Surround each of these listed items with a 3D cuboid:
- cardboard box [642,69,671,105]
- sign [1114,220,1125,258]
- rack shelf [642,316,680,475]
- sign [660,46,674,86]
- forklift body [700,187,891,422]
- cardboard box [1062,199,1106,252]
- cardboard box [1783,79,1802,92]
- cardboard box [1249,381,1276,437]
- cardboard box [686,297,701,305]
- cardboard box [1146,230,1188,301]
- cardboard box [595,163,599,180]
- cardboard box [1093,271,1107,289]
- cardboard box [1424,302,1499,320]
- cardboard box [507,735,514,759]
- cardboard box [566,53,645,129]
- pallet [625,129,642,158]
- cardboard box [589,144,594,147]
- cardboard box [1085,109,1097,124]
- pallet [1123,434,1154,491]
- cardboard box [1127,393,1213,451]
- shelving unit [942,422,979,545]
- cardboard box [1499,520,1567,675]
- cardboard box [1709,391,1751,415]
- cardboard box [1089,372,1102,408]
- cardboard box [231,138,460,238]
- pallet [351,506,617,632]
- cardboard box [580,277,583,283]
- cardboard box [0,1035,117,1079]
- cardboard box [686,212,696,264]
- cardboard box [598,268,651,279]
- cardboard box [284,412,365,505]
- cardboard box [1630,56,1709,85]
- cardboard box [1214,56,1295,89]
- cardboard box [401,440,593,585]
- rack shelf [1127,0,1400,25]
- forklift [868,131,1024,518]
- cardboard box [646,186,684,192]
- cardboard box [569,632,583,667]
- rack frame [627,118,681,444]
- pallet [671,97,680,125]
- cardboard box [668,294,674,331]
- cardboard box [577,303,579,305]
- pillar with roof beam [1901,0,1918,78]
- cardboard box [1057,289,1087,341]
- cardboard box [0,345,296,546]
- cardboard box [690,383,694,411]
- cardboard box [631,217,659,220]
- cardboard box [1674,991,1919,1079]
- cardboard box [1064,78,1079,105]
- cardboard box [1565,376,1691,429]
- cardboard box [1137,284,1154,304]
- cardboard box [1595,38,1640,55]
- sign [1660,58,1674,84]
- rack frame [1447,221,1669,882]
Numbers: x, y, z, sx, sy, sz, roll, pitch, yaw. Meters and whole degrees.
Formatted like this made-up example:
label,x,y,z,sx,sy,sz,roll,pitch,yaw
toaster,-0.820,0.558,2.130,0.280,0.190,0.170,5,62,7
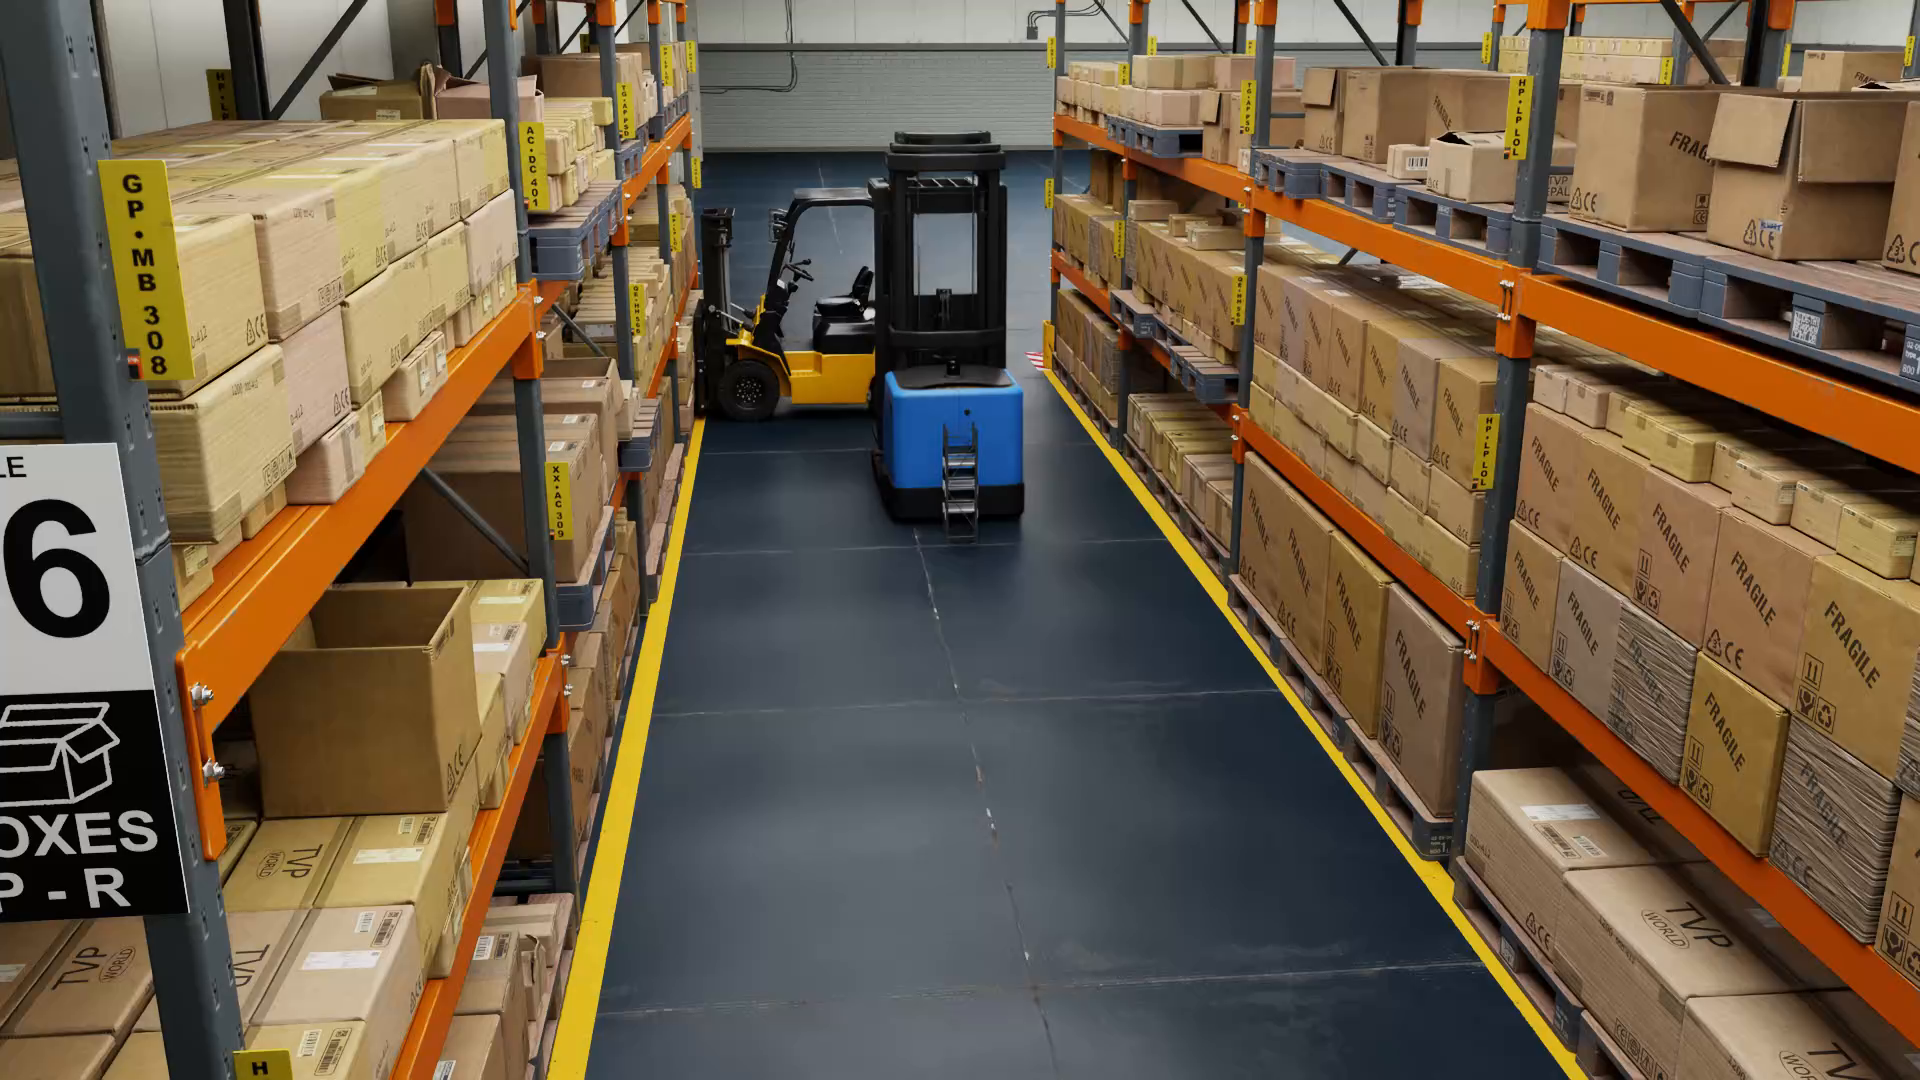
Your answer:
label,x,y,z,sx,sy,sz,roll,pitch,yaw
cardboard box,-2.831,-4.000,14.684,0.500,0.311,0.500,-1,17,-5
sign,1.410,-2.657,14.686,0.100,0.325,0.005,-2,18,-6
rack shelf,-2.782,-1.169,12.594,1.077,0.370,4.000,-2,18,-6
sign,-2.449,-3.956,13.873,0.100,0.325,0.005,-2,18,-6
forklift body,-1.390,-2.386,16.688,2.313,2.155,1.214,-2,18,-6
cardboard box,1.366,-3.340,17.645,0.500,0.500,0.500,-1,17,-4
cardboard box,7.208,-3.692,13.805,0.500,0.250,0.500,-2,18,-6
cardboard box,2.162,-0.846,10.614,0.500,0.250,0.500,-2,18,-7
cardboard box,-2.984,-2.386,17.489,0.500,0.250,0.500,-1,17,-5
cardboard box,1.802,-2.207,13.335,0.500,0.500,0.500,-2,18,-6
cardboard box,-2.177,-1.832,8.747,0.500,0.250,0.500,-2,18,-6
cardboard box,1.504,-2.532,16.153,0.380,0.149,0.250,-2,18,-6
cardboard box,2.826,-0.998,9.012,0.500,0.500,0.500,-2,18,-7
cardboard box,-1.779,0.715,5.812,0.380,0.149,0.250,-1,17,-4
cardboard box,-2.513,-3.170,11.724,0.500,0.500,0.500,-1,17,-4
pallet,-2.853,-2.790,11.864,1.003,0.211,1.213,-1,17,-3
cardboard box,-1.982,-1.843,8.082,0.380,0.149,0.250,-1,17,-4
cardboard box,1.452,-4.195,16.442,0.380,0.149,0.250,-2,18,-7
pallet,2.031,-0.700,14.556,1.003,0.211,1.213,-2,18,-6
cardboard box,2.005,-1.053,14.710,0.950,0.372,0.625,-2,17,-5
shelving unit,0.001,-0.427,12.535,0.258,0.900,0.210,-2,18,-6
cardboard box,2.562,0.221,6.798,0.500,0.500,0.500,-1,17,-4
cardboard box,3.058,-0.475,6.263,0.380,0.149,0.250,-2,18,-6
cardboard box,1.556,-1.477,16.264,0.500,0.250,0.500,-2,18,-7
cardboard box,-1.766,-1.020,4.828,0.500,0.250,0.500,-1,17,-5
pallet,-2.137,0.125,7.590,1.003,0.211,1.213,-2,18,-6
cardboard box,-3.086,-1.973,12.703,0.380,0.149,0.250,-2,18,-6
cardboard box,-2.062,1.268,3.385,0.500,0.250,0.500,-1,17,-4
cardboard box,-3.089,-3.209,17.724,0.500,0.500,0.500,-2,18,-7
cardboard box,-2.571,-1.991,12.760,0.380,0.149,0.250,-2,18,-5
cardboard box,-1.538,-0.178,3.648,0.380,0.149,0.250,-1,17,-4
cardboard box,6.556,-4.334,15.352,0.500,0.250,0.500,-2,18,-6
cardboard box,2.263,-3.589,12.808,0.500,0.250,0.500,-1,17,-5
cardboard box,-1.990,-0.124,7.196,0.700,0.500,0.500,-1,17,-4
rack shelf,2.155,-3.995,12.248,1.077,0.370,4.000,-2,18,-6
forklift,-0.190,-1.966,14.047,1.130,2.935,3.031,-2,18,-7
cardboard box,-3.098,-3.626,17.474,0.380,0.149,0.250,-2,18,-6
cardboard box,-2.109,0.530,8.371,0.380,0.149,0.250,-2,18,-6
rack frame,-2.988,-2.108,14.385,1.000,3.000,0.127,-2,18,-6
pallet,-3.224,-4.113,15.911,1.003,0.211,1.213,-2,18,-6
cardboard box,-2.676,-1.895,13.954,0.500,0.250,0.500,-1,17,-4
cardboard box,-3.046,-1.660,12.374,0.500,0.250,0.500,-2,18,-7
pillar with roof beam,20.349,-13.918,41.985,9.100,9.000,0.400,-2,18,-6
cardboard box,1.347,-2.445,18.094,0.500,0.500,0.500,-2,18,-7
cardboard box,-1.524,-0.175,2.973,0.500,0.250,0.500,-2,18,-6
cardboard box,-2.776,-1.302,15.706,0.500,0.250,0.500,-2,18,-7
cardboard box,-2.860,-2.786,14.797,0.380,0.149,0.250,-2,17,-5
cardboard box,2.916,1.869,5.294,0.875,0.438,0.875,-1,17,-4
cardboard box,1.365,-4.648,17.219,0.500,0.250,0.500,-2,18,-6
cardboard box,2.591,-0.536,6.456,0.380,0.149,0.250,-2,17,-5
cardboard box,1.709,-2.094,14.058,0.380,0.149,0.250,-1,17,-5
cardboard box,6.402,-4.786,16.128,0.380,0.149,0.250,-2,18,-5
sign,6.310,-4.144,14.865,0.100,0.325,0.005,-2,18,-6
rack frame,2.774,0.121,7.285,1.000,3.000,0.127,-2,18,-6
